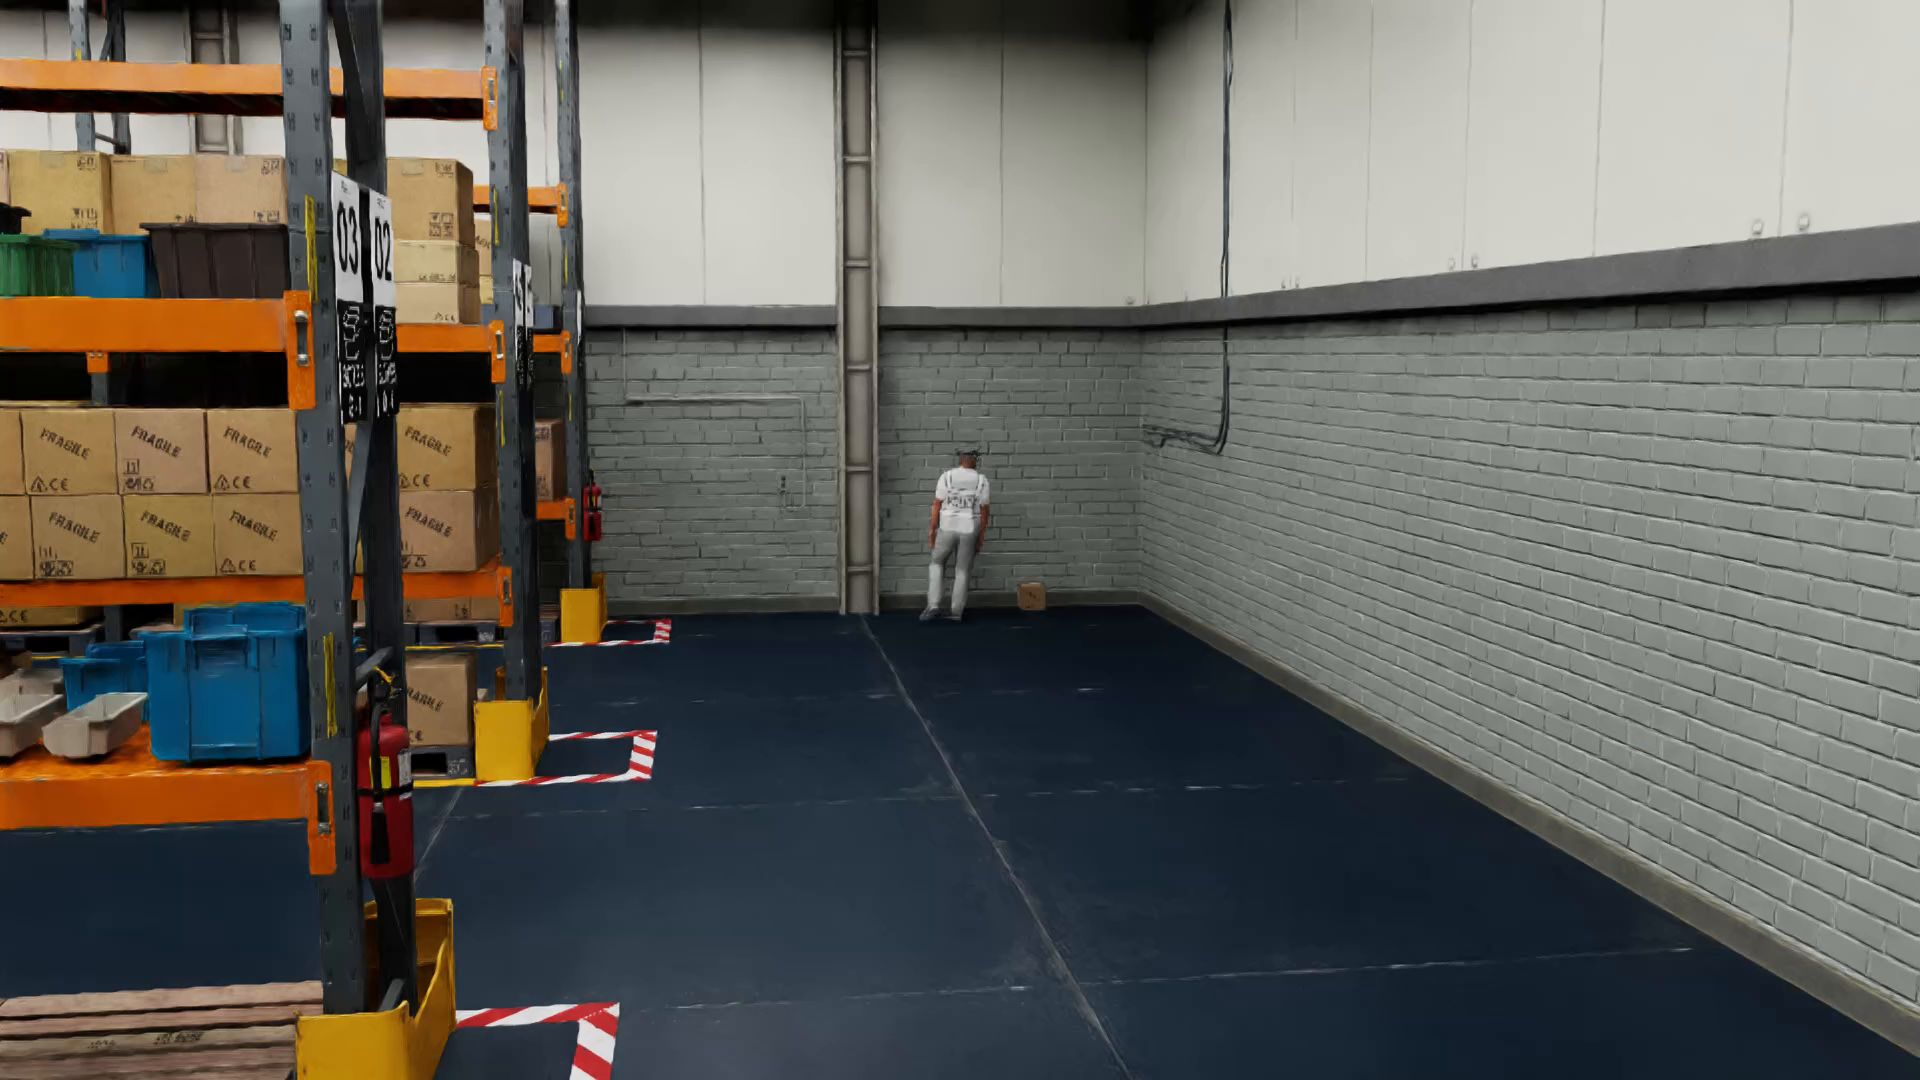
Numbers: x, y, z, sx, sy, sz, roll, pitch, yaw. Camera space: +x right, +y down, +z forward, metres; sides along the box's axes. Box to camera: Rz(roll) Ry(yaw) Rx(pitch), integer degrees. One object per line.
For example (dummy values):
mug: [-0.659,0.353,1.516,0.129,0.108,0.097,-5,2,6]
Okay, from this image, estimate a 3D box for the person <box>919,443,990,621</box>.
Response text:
person: [-0.061,-0.065,16.367,0.700,1.768,0.455,0,6,-4]
